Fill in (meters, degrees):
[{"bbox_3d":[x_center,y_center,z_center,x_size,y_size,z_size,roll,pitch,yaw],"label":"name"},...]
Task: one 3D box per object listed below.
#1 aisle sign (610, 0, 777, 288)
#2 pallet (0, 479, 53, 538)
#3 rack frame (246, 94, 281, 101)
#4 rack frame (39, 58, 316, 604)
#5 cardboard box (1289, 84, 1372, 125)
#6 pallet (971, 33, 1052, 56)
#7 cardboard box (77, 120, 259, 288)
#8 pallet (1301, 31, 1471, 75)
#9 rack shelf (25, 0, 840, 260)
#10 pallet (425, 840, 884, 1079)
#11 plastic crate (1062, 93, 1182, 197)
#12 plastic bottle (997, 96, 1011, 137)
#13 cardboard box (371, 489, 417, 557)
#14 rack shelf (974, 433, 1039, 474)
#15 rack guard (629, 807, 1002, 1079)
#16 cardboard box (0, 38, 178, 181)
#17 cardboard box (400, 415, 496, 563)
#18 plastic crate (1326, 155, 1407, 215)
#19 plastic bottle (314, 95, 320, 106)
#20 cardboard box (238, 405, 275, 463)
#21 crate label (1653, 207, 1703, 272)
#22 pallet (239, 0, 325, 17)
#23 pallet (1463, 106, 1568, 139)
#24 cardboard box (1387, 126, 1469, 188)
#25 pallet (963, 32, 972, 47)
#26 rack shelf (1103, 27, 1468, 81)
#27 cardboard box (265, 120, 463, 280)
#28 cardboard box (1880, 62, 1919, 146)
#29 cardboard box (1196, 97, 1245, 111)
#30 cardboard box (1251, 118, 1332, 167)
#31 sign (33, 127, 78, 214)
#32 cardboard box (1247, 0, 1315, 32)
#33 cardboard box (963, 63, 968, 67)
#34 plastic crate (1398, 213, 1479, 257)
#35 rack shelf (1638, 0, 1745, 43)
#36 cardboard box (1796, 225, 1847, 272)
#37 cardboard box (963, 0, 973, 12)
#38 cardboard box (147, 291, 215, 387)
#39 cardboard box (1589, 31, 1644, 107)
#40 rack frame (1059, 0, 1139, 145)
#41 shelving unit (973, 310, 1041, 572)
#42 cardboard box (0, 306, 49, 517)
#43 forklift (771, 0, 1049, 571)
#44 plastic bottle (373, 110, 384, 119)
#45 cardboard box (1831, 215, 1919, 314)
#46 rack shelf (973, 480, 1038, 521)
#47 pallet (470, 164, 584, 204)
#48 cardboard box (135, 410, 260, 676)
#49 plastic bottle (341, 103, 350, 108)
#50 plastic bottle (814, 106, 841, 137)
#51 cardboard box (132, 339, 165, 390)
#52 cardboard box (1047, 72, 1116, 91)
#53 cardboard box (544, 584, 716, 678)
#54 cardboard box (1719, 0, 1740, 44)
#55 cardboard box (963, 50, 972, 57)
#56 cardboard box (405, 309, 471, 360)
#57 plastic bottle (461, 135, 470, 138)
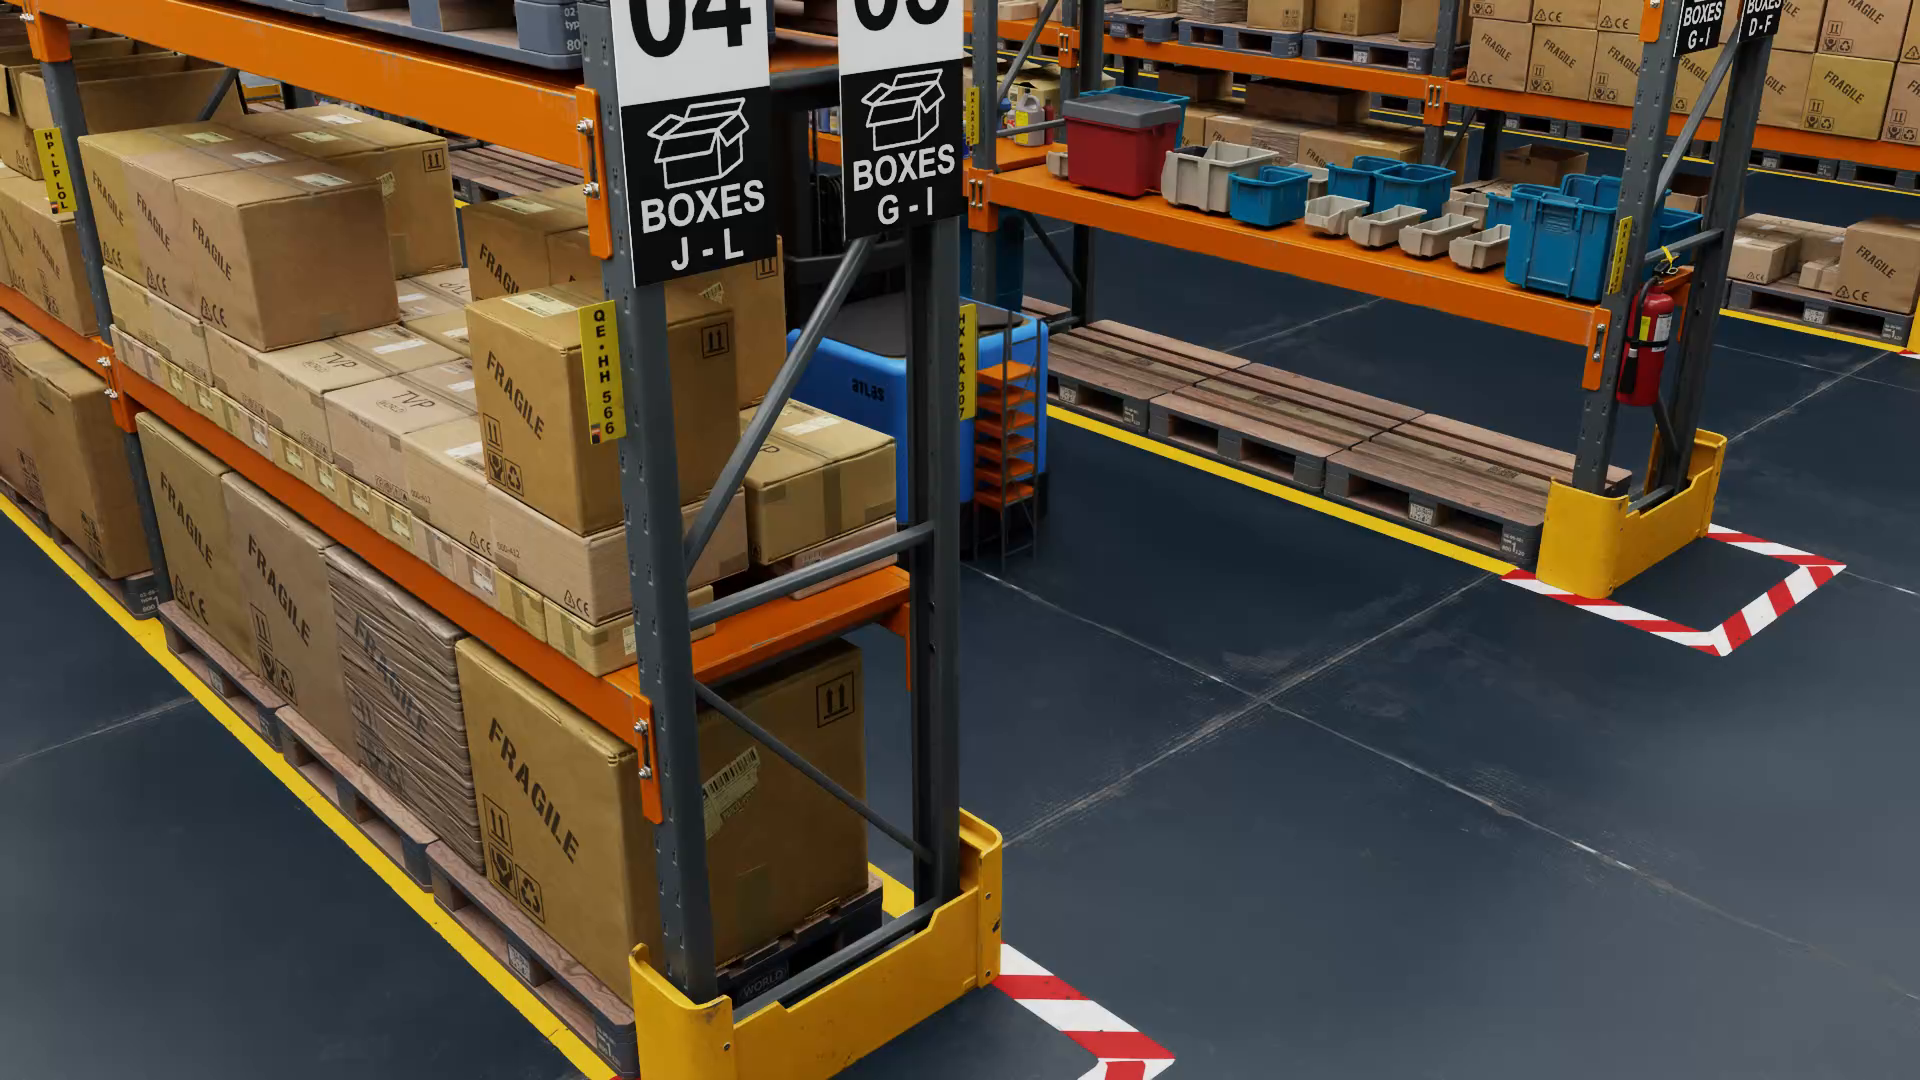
[{"bbox_3d":[-0.575,-0.971,3.633,0.394,0.787,0.004,-21,32,-38],"label":"aisle sign"},{"bbox_3d":[-4.560,-0.421,8.918,1.003,0.211,1.213,-21,32,-38],"label":"pallet"},{"bbox_3d":[-7.726,-6.148,18.113,1.000,3.000,0.127,-21,32,-38],"label":"rack frame"},{"bbox_3d":[-3.139,-1.107,7.063,1.000,3.000,0.127,-21,32,-38],"label":"rack frame"},{"bbox_3d":[3.258,-3.839,14.630,0.500,0.250,0.500,-21,32,-38],"label":"cardboard box"},{"bbox_3d":[0.917,-7.041,23.430,1.003,0.211,1.213,-21,32,-38],"label":"pallet"},{"bbox_3d":[-2.998,-1.298,6.400,0.500,0.500,0.500,-21,32,-38],"label":"cardboard box"},{"bbox_3d":[3.628,-4.102,13.860,1.003,0.211,1.213,-21,32,-38],"label":"pallet"},{"bbox_3d":[-1.772,-1.539,5.262,1.077,0.370,4.000,-21,32,-38],"label":"rack shelf"},{"bbox_3d":[-1.009,1.153,5.468,1.003,0.211,1.213,-21,32,-38],"label":"pallet"},{"bbox_3d":[0.904,-2.227,9.369,0.402,0.464,0.583,-21,32,-38],"label":"plastic crate"},{"bbox_3d":[0.287,-2.786,10.897,0.097,0.271,0.097,0,25,0],"label":"plastic bottle"},{"bbox_3d":[-1.588,-0.105,5.168,0.380,0.149,0.250,-22,33,-40],"label":"cardboard box"},{"bbox_3d":[0.218,-0.414,7.818,0.258,0.103,0.180,-22,33,-40],"label":"rack shelf"},{"bbox_3d":[-0.389,1.249,4.910,1.175,0.500,0.348,-21,32,-38],"label":"rack guard"},{"bbox_3d":[-4.042,-2.012,7.717,0.797,0.503,0.637,-21,32,-38],"label":"cardboard box"},{"bbox_3d":[-1.276,-0.188,4.870,0.500,0.250,0.500,-22,32,-39],"label":"cardboard box"},{"bbox_3d":[2.177,-1.910,8.952,0.416,0.233,0.300,-21,32,-38],"label":"plastic crate"},{"bbox_3d":[-6.572,-4.401,17.026,0.061,0.283,0.133,-21,32,-38],"label":"plastic bottle"},{"bbox_3d":[-2.293,-0.417,5.852,0.380,0.149,0.250,-21,32,-38],"label":"cardboard box"},{"bbox_3d":[3.282,-1.420,7.878,0.416,0.233,0.303,-21,32,-38],"label":"crate label"},{"bbox_3d":[-1.758,-1.811,5.099,1.003,0.211,1.213,-21,32,-38],"label":"pallet"},{"bbox_3d":[6.288,-4.636,18.159,1.003,0.211,1.213,-21,32,-38],"label":"pallet"},{"bbox_3d":[3.942,-3.195,14.121,0.500,0.500,0.500,22,33,39],"label":"cardboard box"},{"bbox_3d":[0.088,-7.411,24.240,1.003,0.211,1.213,-21,32,-38],"label":"pallet"},{"bbox_3d":[2.728,-4.284,14.658,0.919,0.124,3.809,-21,32,-38],"label":"rack shelf"},{"bbox_3d":[-2.290,-1.299,6.403,0.500,0.500,0.500,-21,32,-38],"label":"cardboard box"},{"bbox_3d":[6.324,-2.809,10.672,0.500,0.500,0.500,-20,31,-37],"label":"cardboard box"},{"bbox_3d":[2.525,-3.818,15.486,0.500,0.500,0.500,22,33,40],"label":"cardboard box"},{"bbox_3d":[2.874,-3.352,14.465,0.500,0.500,0.500,-21,32,-38],"label":"cardboard box"},{"bbox_3d":[-3.529,-1.441,6.496,0.100,0.325,0.005,-21,32,-38],"label":"sign"},{"bbox_3d":[2.842,-4.671,14.248,0.500,0.500,0.700,15,28,29],"label":"cardboard box"},{"bbox_3d":[-0.221,-4.874,17.452,0.500,0.311,0.500,-20,31,-37],"label":"cardboard box"},{"bbox_3d":[2.333,-1.496,8.160,0.396,0.136,0.243,-21,32,-38],"label":"plastic crate"},{"bbox_3d":[1.843,-2.944,8.342,1.077,0.370,4.000,-21,32,-38],"label":"rack shelf"},{"bbox_3d":[6.322,-2.051,11.914,0.500,0.250,0.500,-21,32,-38],"label":"cardboard box"},{"bbox_3d":[0.202,-5.678,16.961,0.500,0.500,0.500,22,32,39],"label":"cardboard box"},{"bbox_3d":[-2.673,-0.806,6.225,0.500,0.250,0.500,-21,32,-39],"label":"cardboard box"},{"bbox_3d":[4.937,-3.424,12.021,0.500,0.500,0.500,-21,32,-39],"label":"cardboard box"},{"bbox_3d":[1.361,-5.128,15.878,1.000,3.000,0.127,-21,32,-38],"label":"rack frame"},{"bbox_3d":[0.218,-0.454,7.800,0.258,1.200,0.189,-22,33,-40],"label":"shelving unit"},{"bbox_3d":[-4.203,-0.791,8.423,0.875,0.875,1.225,22,33,40],"label":"cardboard box"},{"bbox_3d":[-0.950,-1.704,8.453,1.130,2.935,3.031,-22,33,-40],"label":"forklift"},{"bbox_3d":[-5.642,-4.045,16.163,0.144,0.351,0.185,-22,33,-40],"label":"plastic bottle"},{"bbox_3d":[6.277,-1.862,11.200,0.500,0.500,0.500,-21,32,-38],"label":"cardboard box"},{"bbox_3d":[0.218,-0.195,7.918,0.258,0.103,0.180,-22,33,-40],"label":"rack shelf"},{"bbox_3d":[-3.588,-3.071,14.727,1.003,0.211,1.213,-21,32,-38],"label":"pallet"},{"bbox_3d":[-2.746,-0.109,6.929,0.875,0.875,0.875,-21,32,-38],"label":"cardboard box"},{"bbox_3d":[-6.102,-4.217,16.631,0.152,0.276,0.135,-21,32,-38],"label":"plastic bottle"},{"bbox_3d":[-0.795,-2.823,10.974,0.152,0.276,0.367,-21,32,-38],"label":"plastic bottle"},{"bbox_3d":[-3.000,-0.730,6.538,0.250,0.149,0.380,23,33,40],"label":"cardboard box"},{"bbox_3d":[1.217,-4.566,16.775,0.500,0.311,0.500,-20,31,-37],"label":"cardboard box"},{"bbox_3d":[-0.889,0.204,4.491,0.380,0.149,0.250,-20,32,-38],"label":"cardboard box"},{"bbox_3d":[5.269,-3.726,11.478,0.500,0.500,0.500,-20,31,-37],"label":"cardboard box"},{"bbox_3d":[-0.188,-5.186,18.136,0.500,0.311,0.500,-21,32,-39],"label":"cardboard box"},{"bbox_3d":[-1.598,-0.650,5.883,0.500,0.250,0.500,-22,32,-39],"label":"cardboard box"},{"bbox_3d":[-4.889,-4.116,16.415,0.097,0.271,0.097,0,25,0],"label":"plastic bottle"}]
